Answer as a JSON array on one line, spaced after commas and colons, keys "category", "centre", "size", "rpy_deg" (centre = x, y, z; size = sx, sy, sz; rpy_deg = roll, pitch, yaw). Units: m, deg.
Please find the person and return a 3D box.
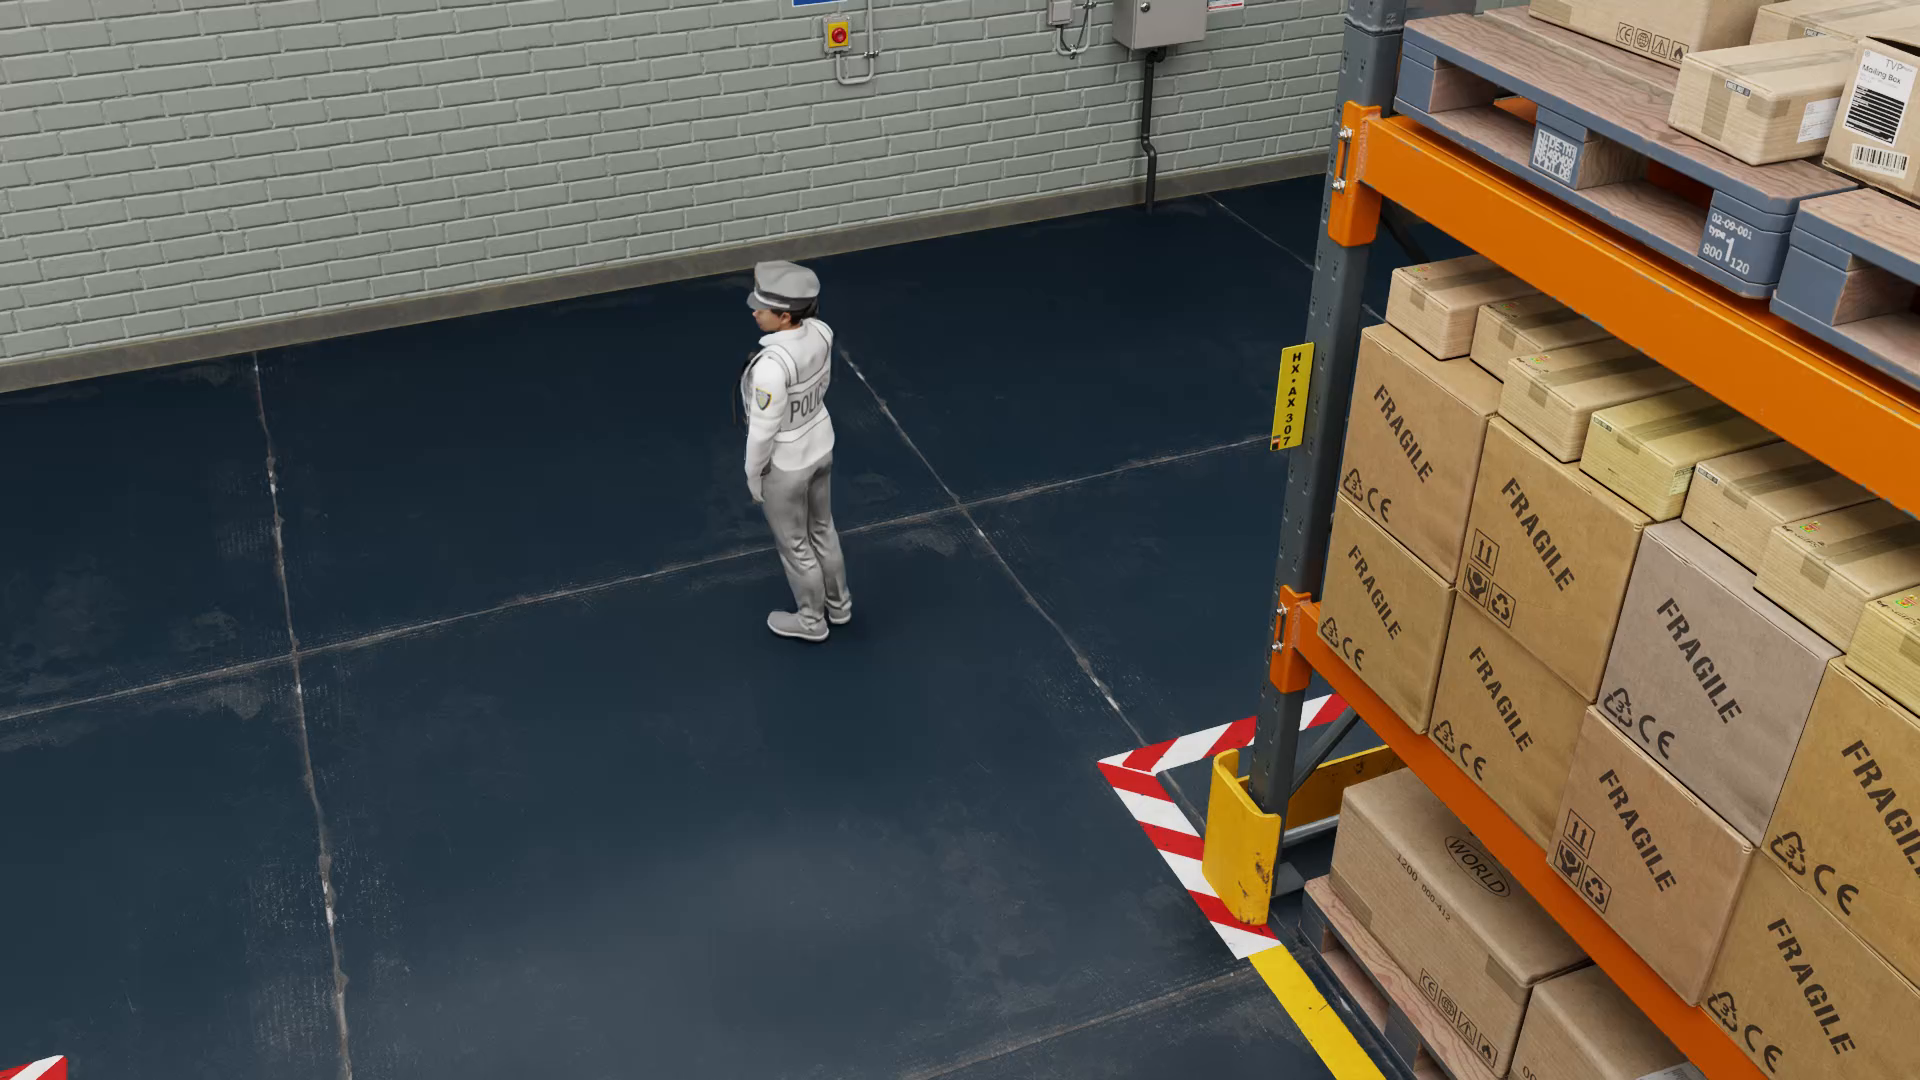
[{"category": "person", "centre": [-0.659, -0.334, 6.607], "size": [0.378, 1.686, 0.585], "rpy_deg": [18, 38, 25]}]
